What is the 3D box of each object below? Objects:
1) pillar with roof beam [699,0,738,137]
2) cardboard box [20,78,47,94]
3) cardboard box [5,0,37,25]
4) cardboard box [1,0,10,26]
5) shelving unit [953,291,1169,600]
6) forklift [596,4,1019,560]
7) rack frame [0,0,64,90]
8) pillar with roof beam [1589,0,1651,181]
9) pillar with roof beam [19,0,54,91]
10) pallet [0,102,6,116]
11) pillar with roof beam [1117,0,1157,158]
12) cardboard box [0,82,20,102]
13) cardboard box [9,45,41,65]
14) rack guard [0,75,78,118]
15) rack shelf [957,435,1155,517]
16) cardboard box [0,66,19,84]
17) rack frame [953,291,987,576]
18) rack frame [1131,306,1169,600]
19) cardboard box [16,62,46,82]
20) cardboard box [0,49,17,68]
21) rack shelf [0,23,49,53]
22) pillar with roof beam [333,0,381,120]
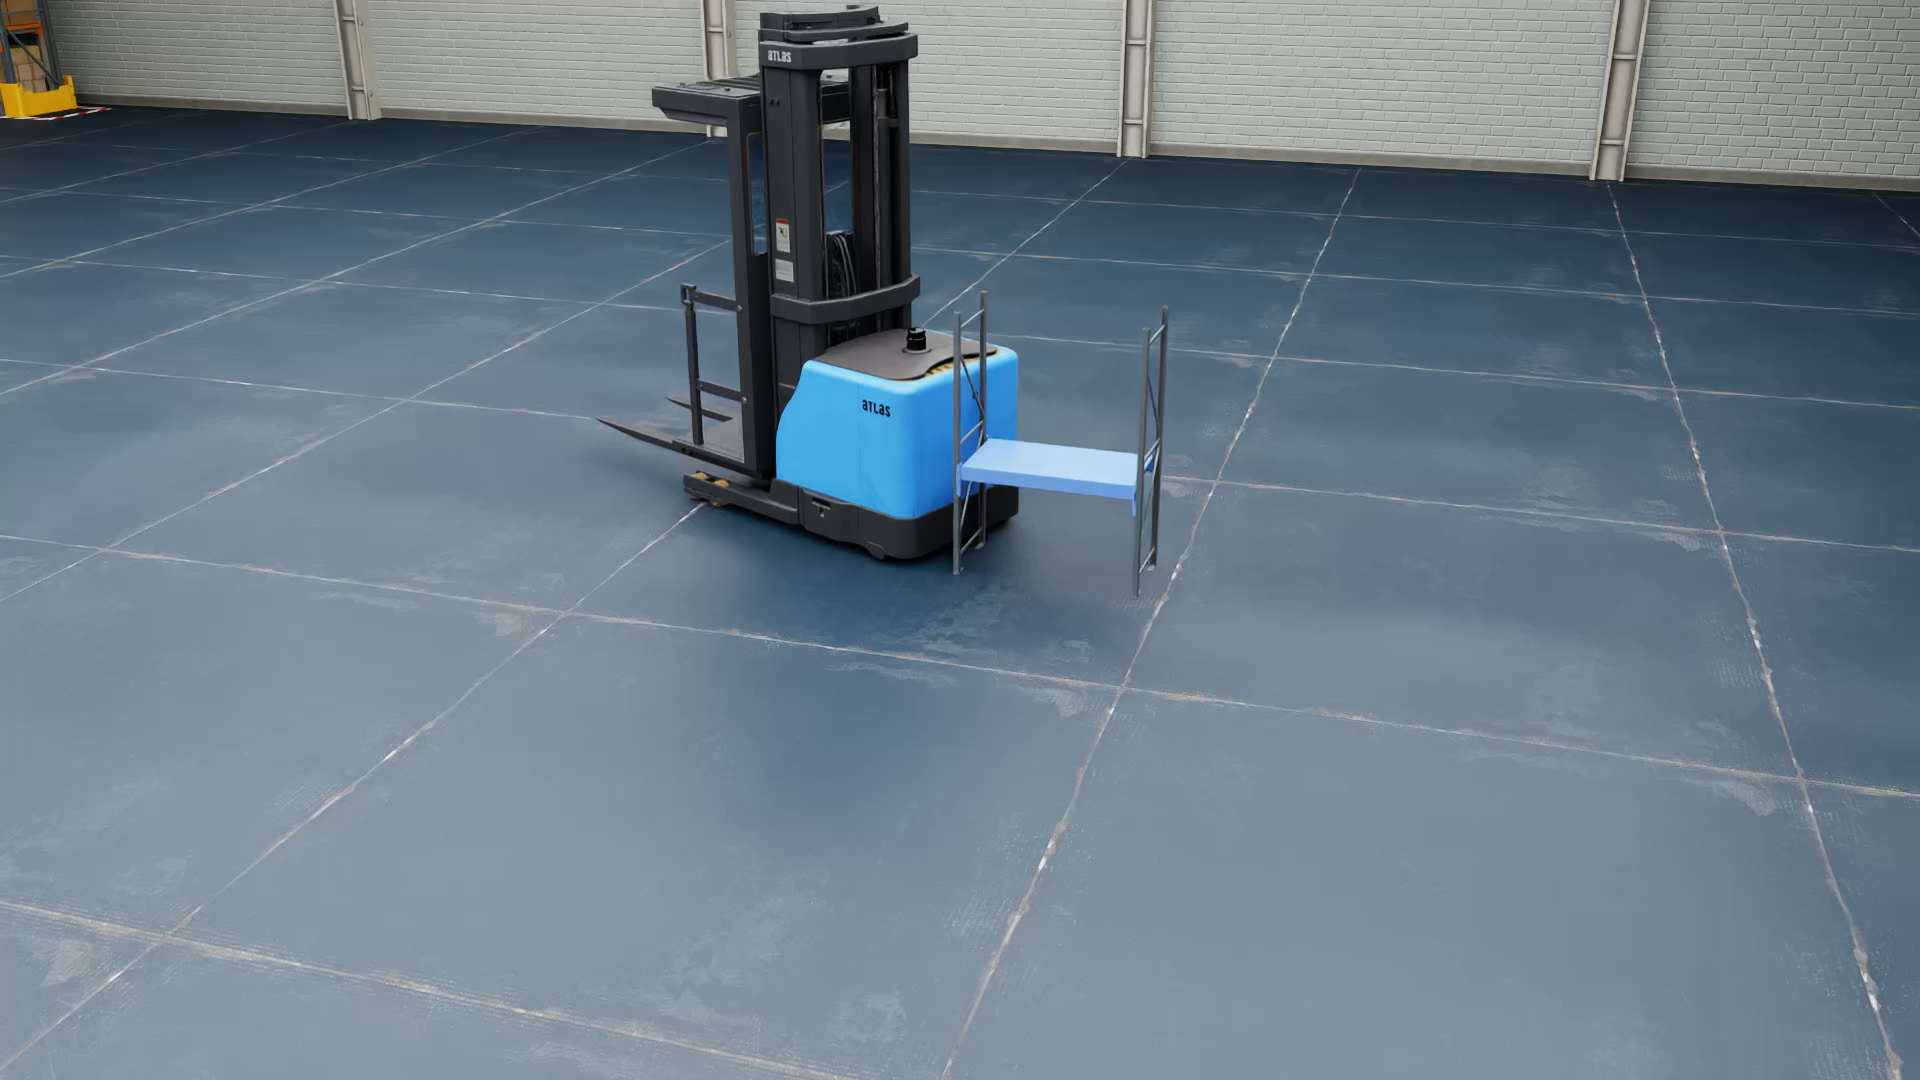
[{"bbox_3d":[-4.651,-8.438,18.484,0.400,9.000,9.100,7,23,16],"label":"pillar with roof beam"},{"bbox_3d":[-14.904,-7.186,26.405,0.500,0.250,0.500,7,23,16],"label":"cardboard box"},{"bbox_3d":[-14.884,-8.340,26.018,0.500,0.500,0.500,7,23,17],"label":"cardboard box"},{"bbox_3d":[-15.037,-8.143,25.538,0.500,0.500,0.500,6,23,14],"label":"cardboard box"},{"bbox_3d":[0.539,-0.525,9.073,1.048,1.500,0.538,7,23,17],"label":"shelving unit"},{"bbox_3d":[-1.091,-1.693,10.034,3.031,2.935,1.130,18,29,37],"label":"forklift"},{"bbox_3d":[-14.490,-8.139,25.658,0.127,3.000,1.000,7,23,16],"label":"rack frame"},{"bbox_3d":[6.837,-7.123,15.277,0.400,9.000,9.100,7,23,16],"label":"pillar with roof beam"},{"bbox_3d":[-16.140,-9.754,21.691,0.400,9.000,9.100,7,23,16],"label":"pillar with roof beam"},{"bbox_3d":[-15.234,-6.917,26.355,1.213,0.211,1.003,7,23,16],"label":"pallet"},{"bbox_3d":[1.093,-7.781,16.881,0.400,9.000,9.100,7,23,16],"label":"pillar with roof beam"},{"bbox_3d":[-15.031,-6.997,25.946,0.500,0.250,0.500,7,23,16],"label":"cardboard box"},{"bbox_3d":[-14.896,-7.645,26.207,0.500,0.250,0.500,6,23,15],"label":"cardboard box"},{"bbox_3d":[-14.467,-6.979,26.126,0.348,0.500,1.175,7,23,16],"label":"rack guard"},{"bbox_3d":[0.539,-0.358,9.142,1.000,0.185,0.538,7,23,17],"label":"rack shelf"},{"bbox_3d":[-15.046,-7.232,25.859,0.500,0.250,0.500,6,23,15],"label":"cardboard box"},{"bbox_3d":[0.057,-0.586,9.223,0.032,1.500,0.500,7,23,17],"label":"rack frame"},{"bbox_3d":[1.021,-0.463,8.923,0.032,1.500,0.500,7,23,17],"label":"rack frame"},{"bbox_3d":[-14.880,-7.419,26.315,0.500,0.250,0.500,7,23,16],"label":"cardboard box"},{"bbox_3d":[-15.021,-7.460,25.757,0.500,0.250,0.500,7,23,17],"label":"cardboard box"},{"bbox_3d":[-16.405,-8.025,26.329,4.000,0.370,1.077,7,23,16],"label":"rack shelf"},{"bbox_3d":[-10.396,-9.096,20.088,0.400,9.000,9.100,7,23,16],"label":"pillar with roof beam"}]
